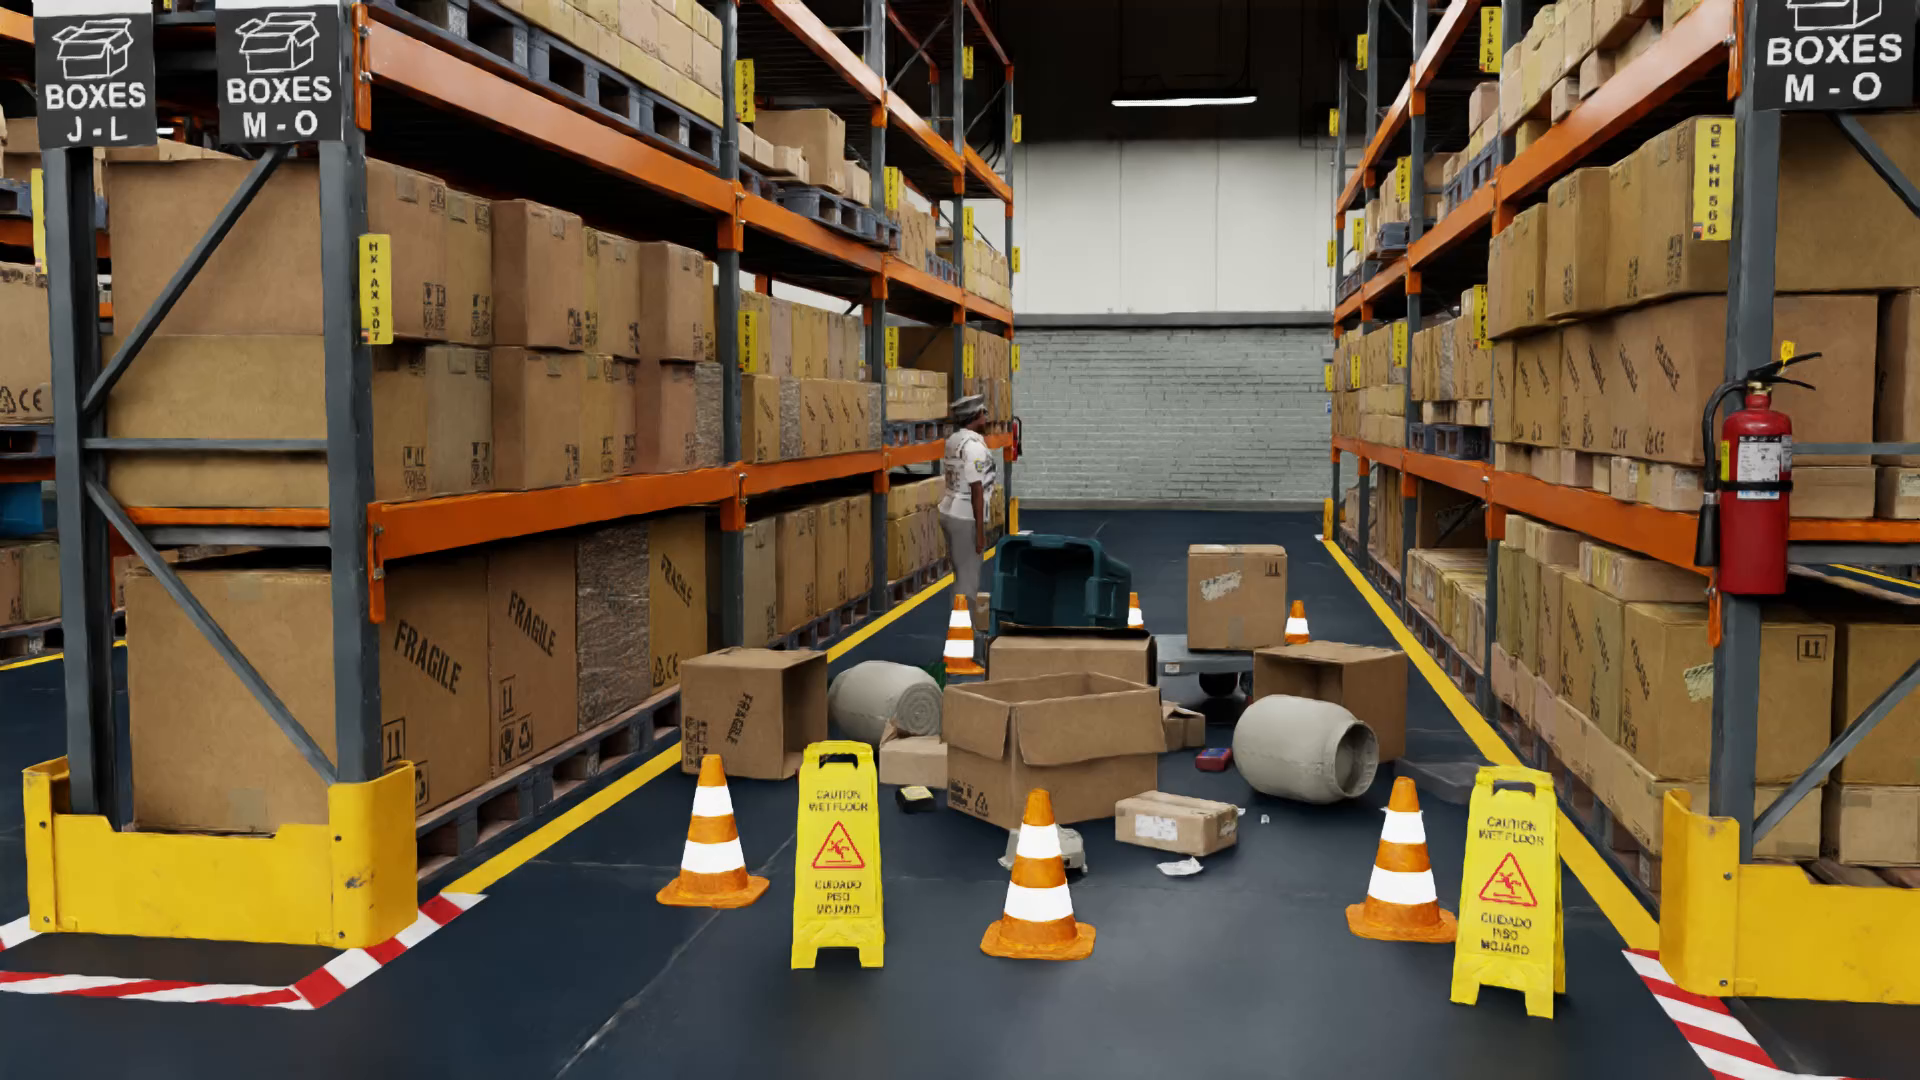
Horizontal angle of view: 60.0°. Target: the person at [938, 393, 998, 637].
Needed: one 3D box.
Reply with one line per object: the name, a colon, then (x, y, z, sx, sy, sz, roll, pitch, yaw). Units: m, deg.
person: (0.093, -0.097, 10.690, 0.430, 1.685, 0.519, -1, 5, -18)
